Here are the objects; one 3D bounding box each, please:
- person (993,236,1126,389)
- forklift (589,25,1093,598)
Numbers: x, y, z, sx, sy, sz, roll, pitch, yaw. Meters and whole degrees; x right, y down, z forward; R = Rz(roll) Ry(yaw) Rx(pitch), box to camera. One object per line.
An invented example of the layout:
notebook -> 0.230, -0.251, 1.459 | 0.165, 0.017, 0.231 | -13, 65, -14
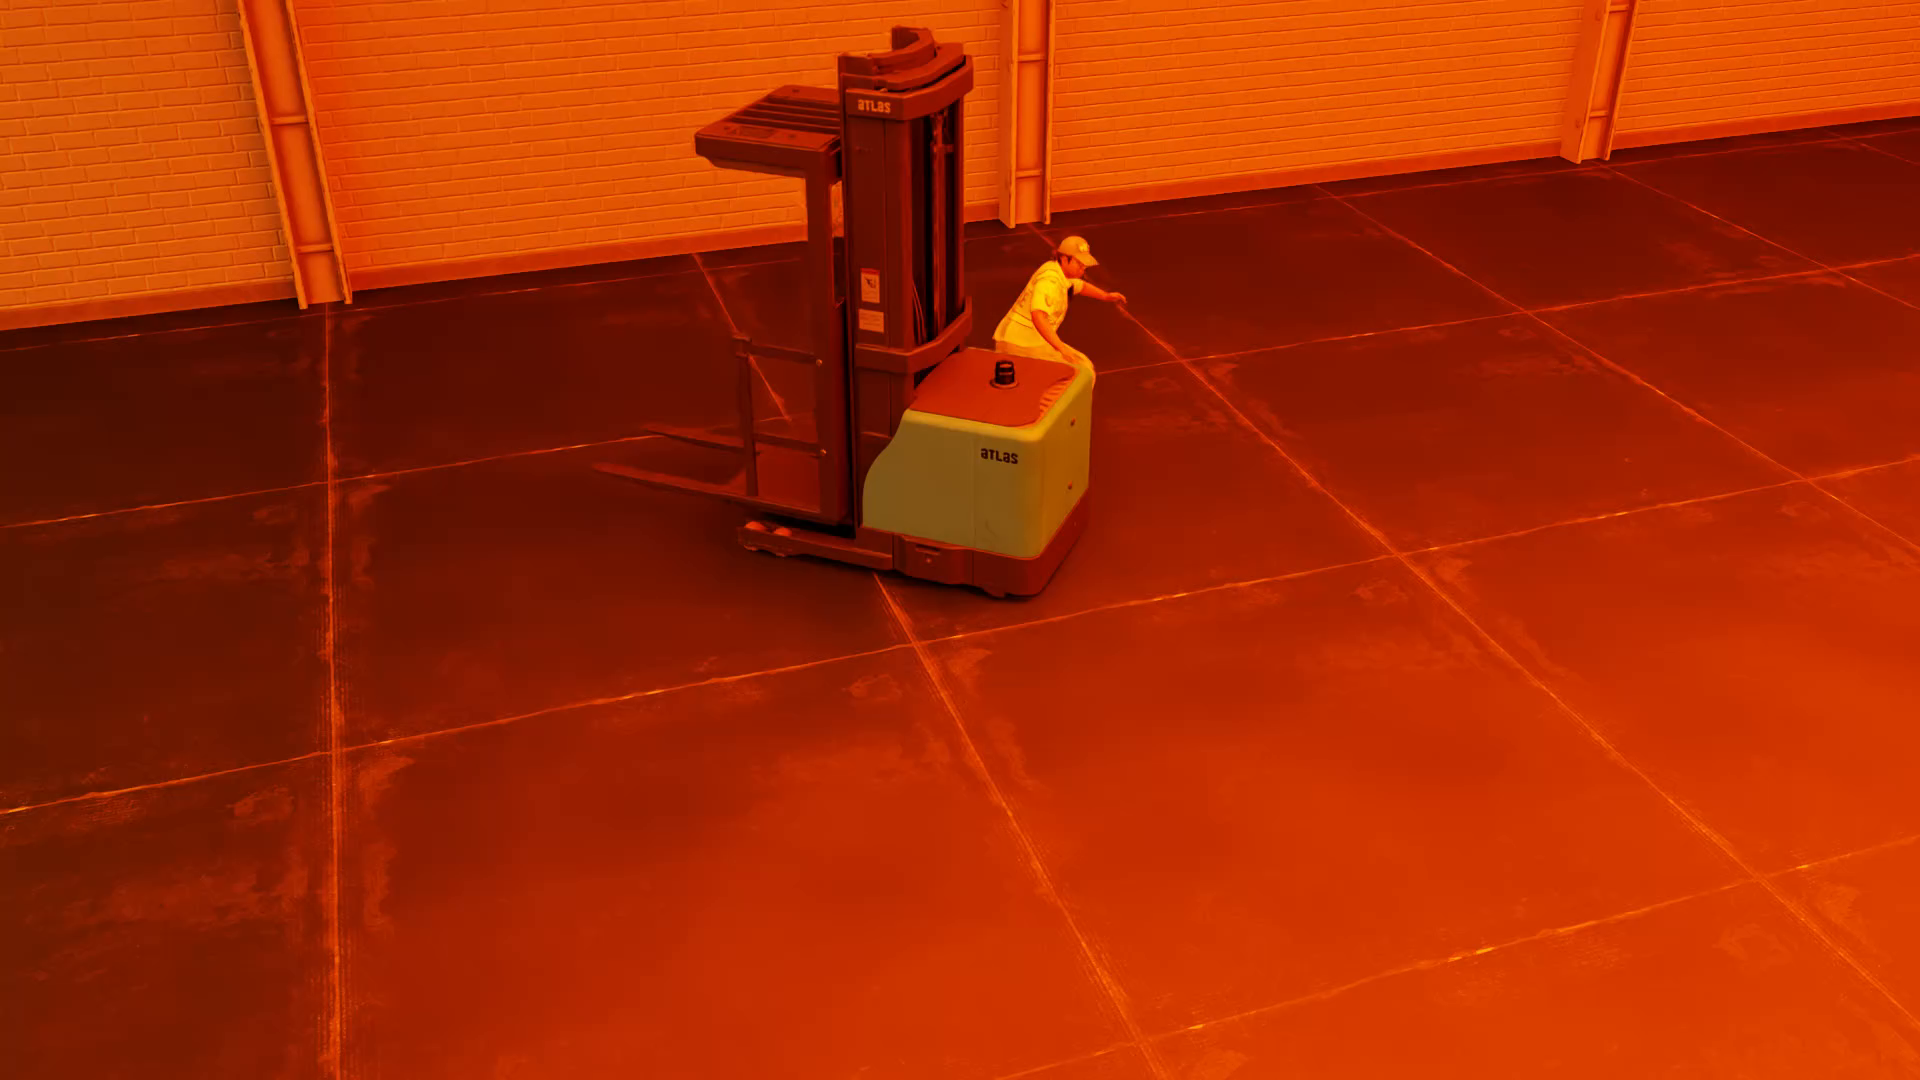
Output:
person -> 0.659, -1.219, 10.735 | 0.867, 1.443, 0.913 | -3, 30, -6
forklift -> -0.785, -1.403, 9.526 | 3.031, 2.935, 1.130 | 11, 32, 19
